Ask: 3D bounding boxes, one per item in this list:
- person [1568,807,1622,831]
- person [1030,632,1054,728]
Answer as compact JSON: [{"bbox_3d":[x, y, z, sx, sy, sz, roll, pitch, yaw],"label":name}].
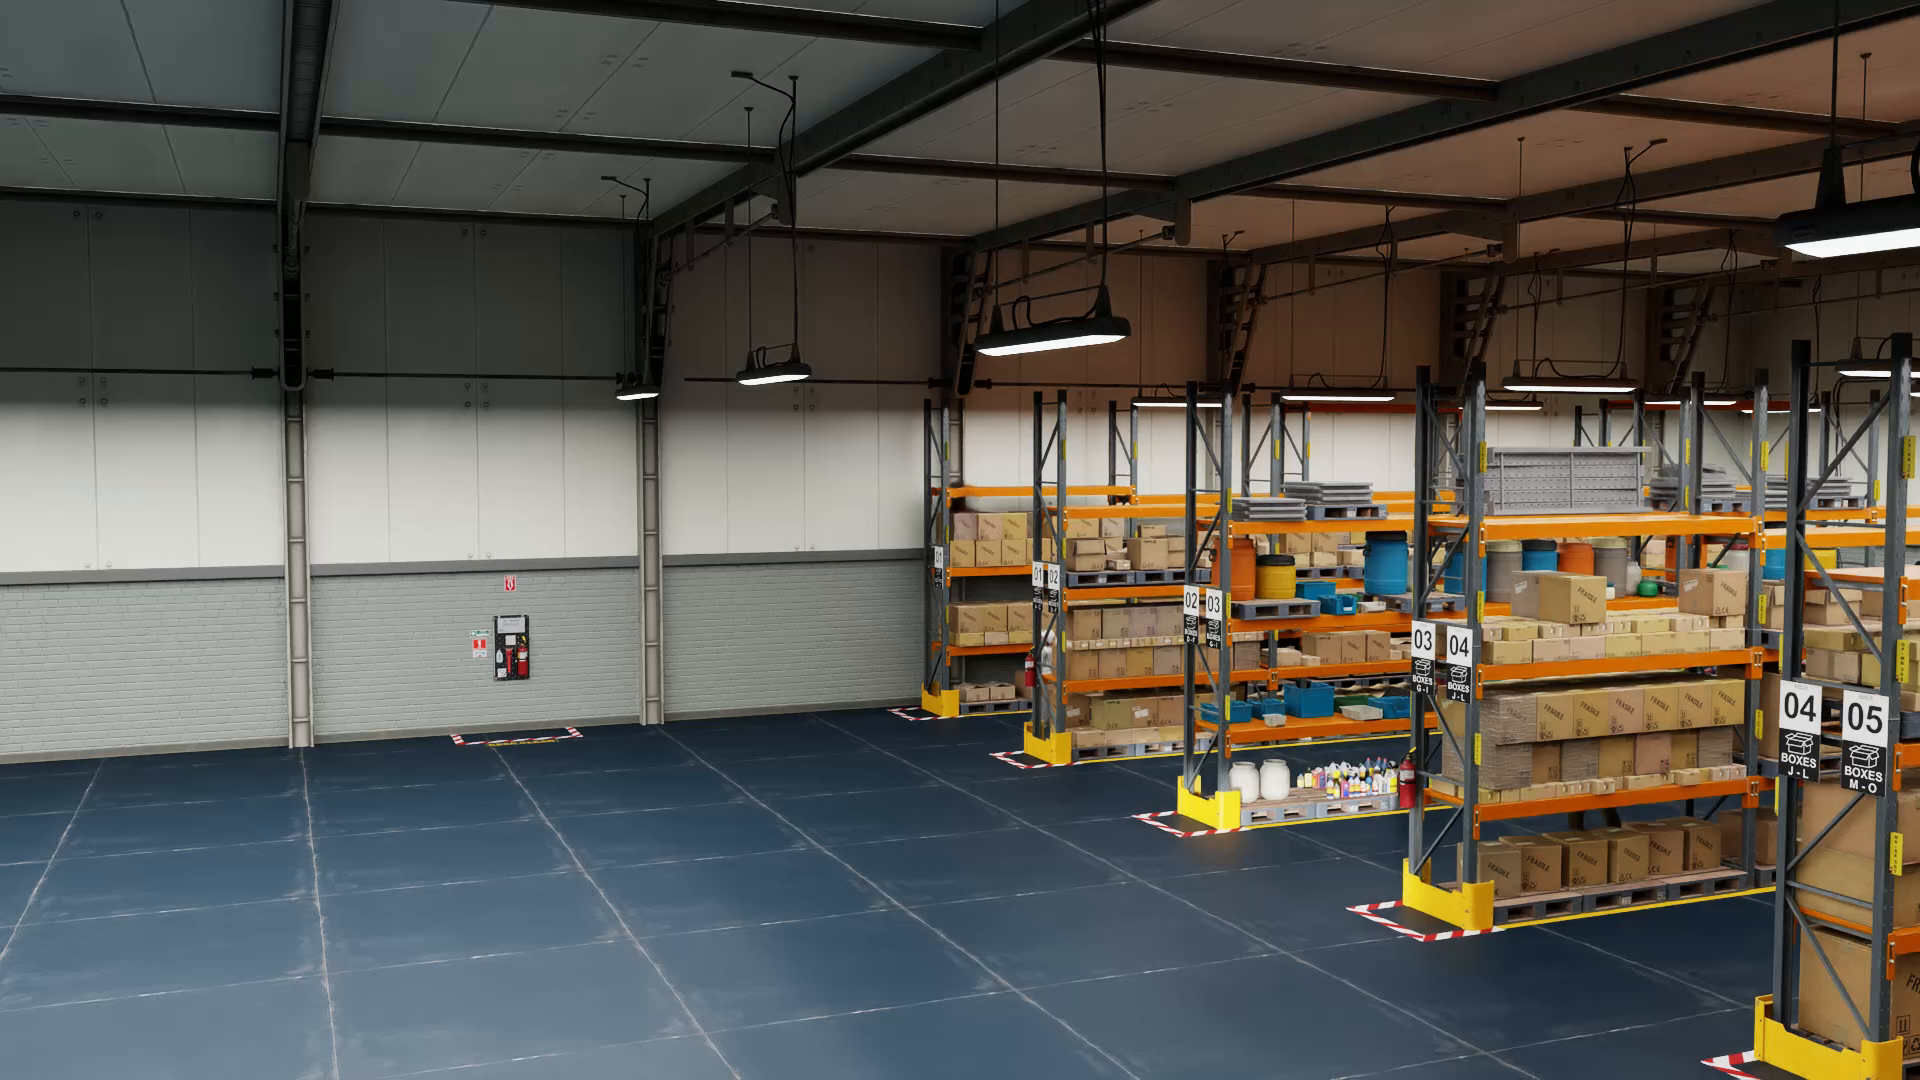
[{"bbox_3d":[8.086,3.094,21.078,0.936,1.814,0.548,-1,4,-22],"label":"person"},{"bbox_3d":[1.482,2.529,30.160,0.458,1.781,0.567,0,3,5],"label":"person"}]
